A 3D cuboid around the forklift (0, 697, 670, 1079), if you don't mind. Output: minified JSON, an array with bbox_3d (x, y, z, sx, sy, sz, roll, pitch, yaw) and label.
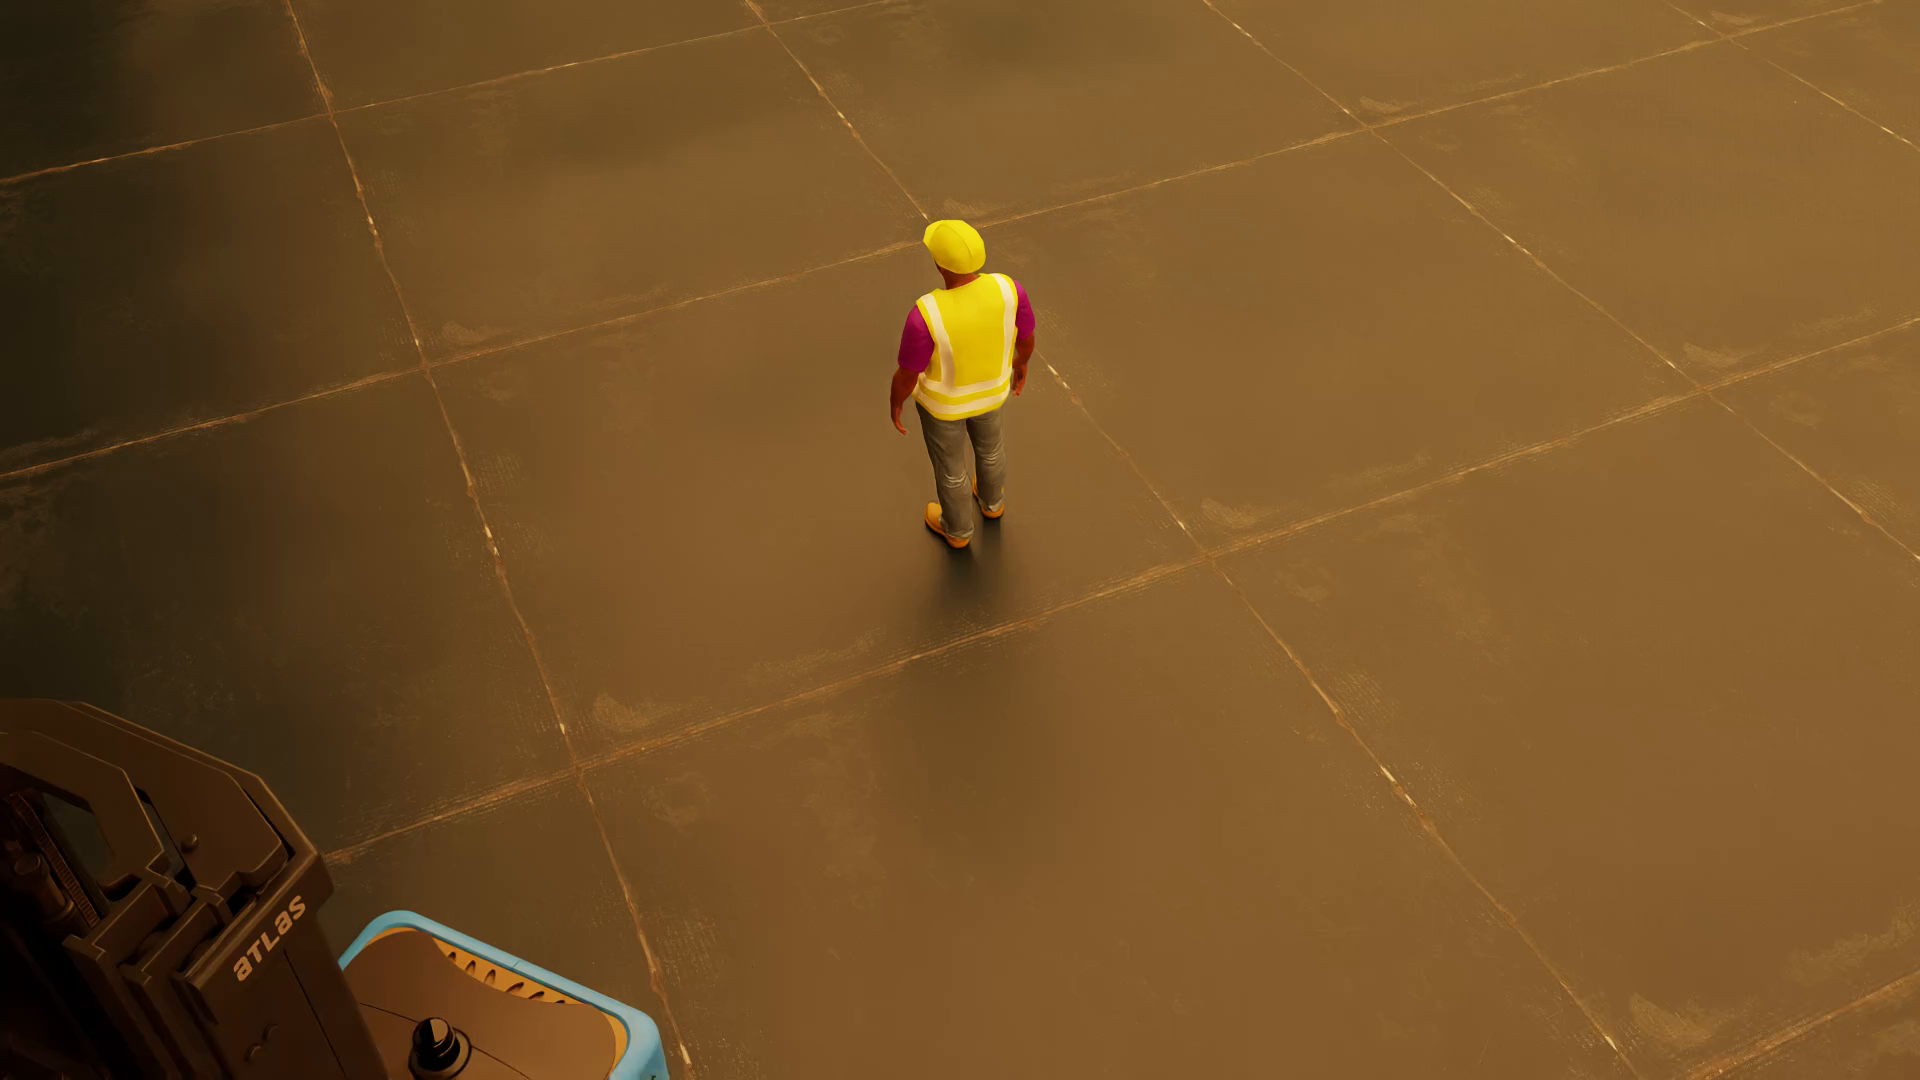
[{"bbox_3d":[-1.923,1.873,3.673,1.130,2.935,3.031,17,46,18],"label":"forklift"}]

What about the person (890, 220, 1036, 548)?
[{"bbox_3d":[-0.025,-0.696,7.269,0.666,1.768,0.575,-18,46,-18],"label":"person"}]
